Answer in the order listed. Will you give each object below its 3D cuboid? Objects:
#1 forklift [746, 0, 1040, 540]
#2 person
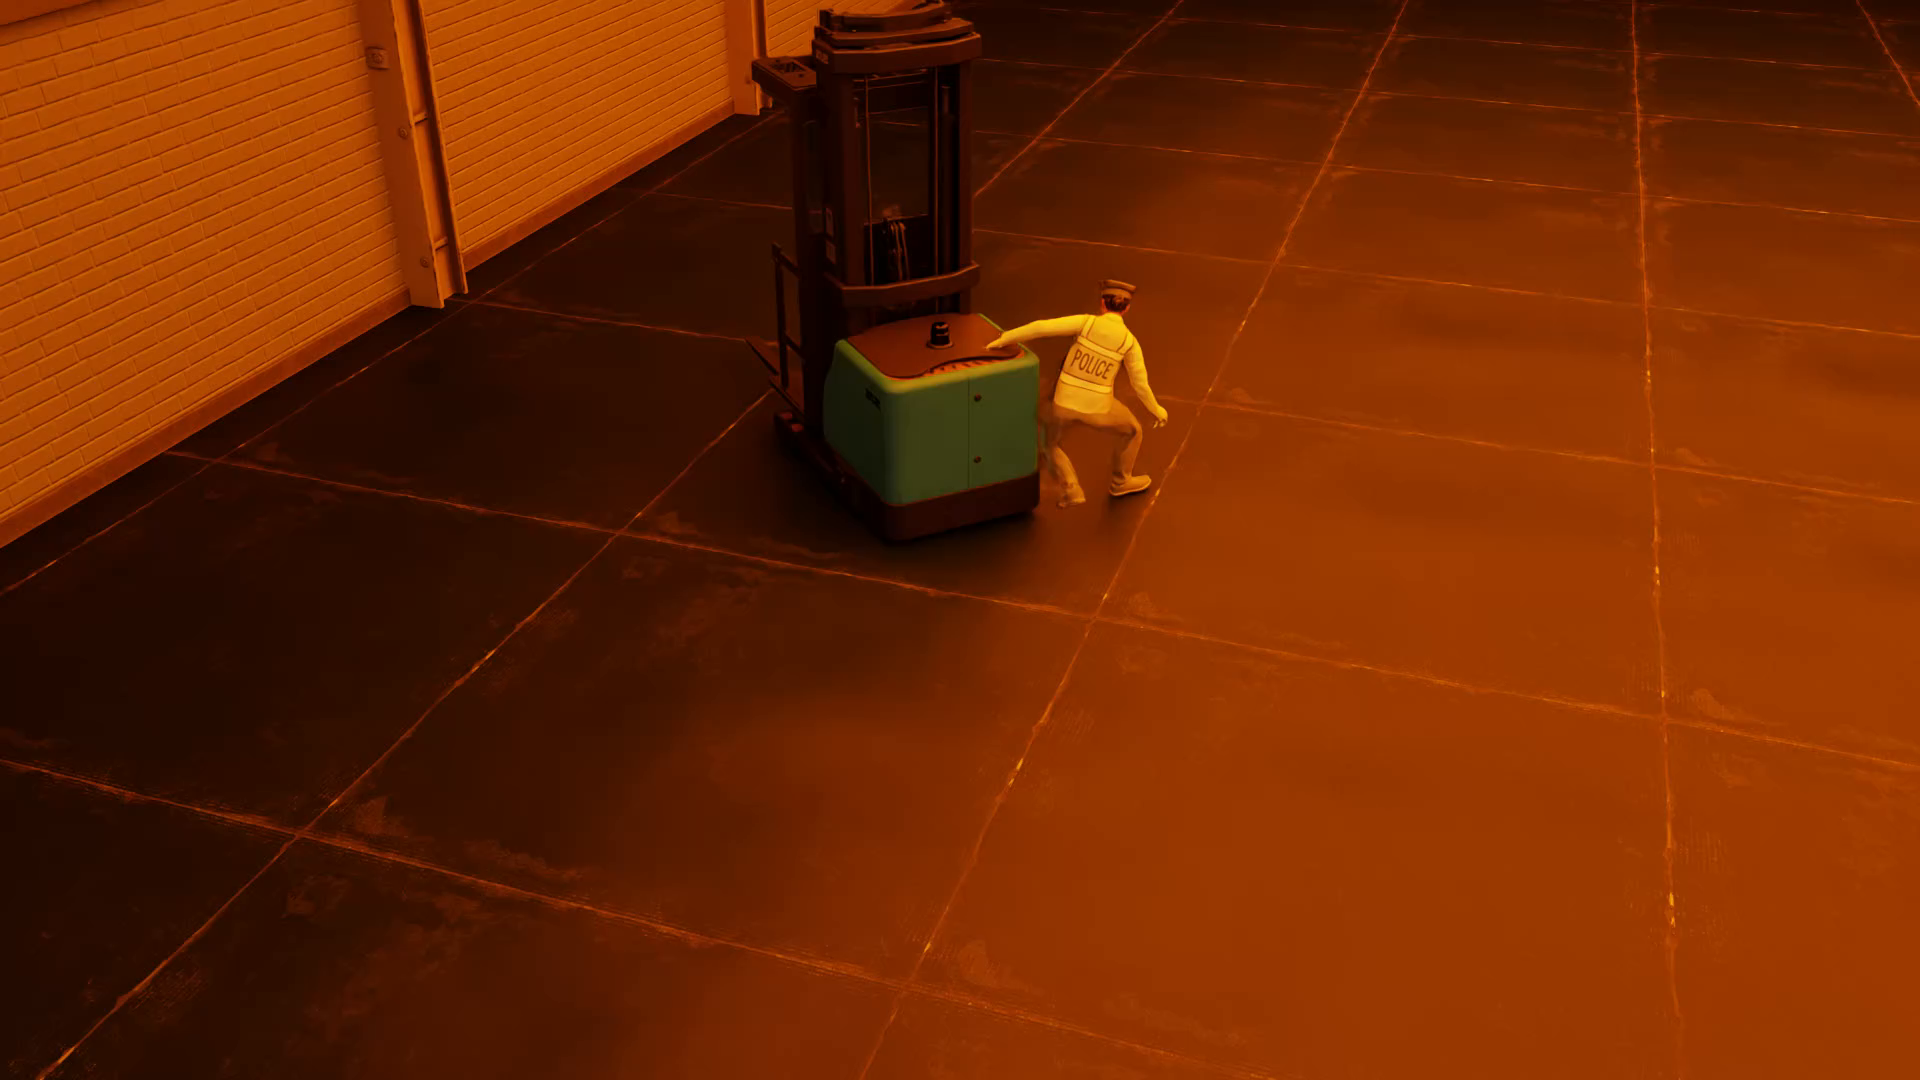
[{"bbox_3d":[-0.612,-1.977,10.605,1.130,2.935,3.031,-14,32,-23],"label":"forklift"},{"bbox_3d":[0.715,-0.866,10.127,1.092,1.468,0.700,6,30,11],"label":"person"}]
